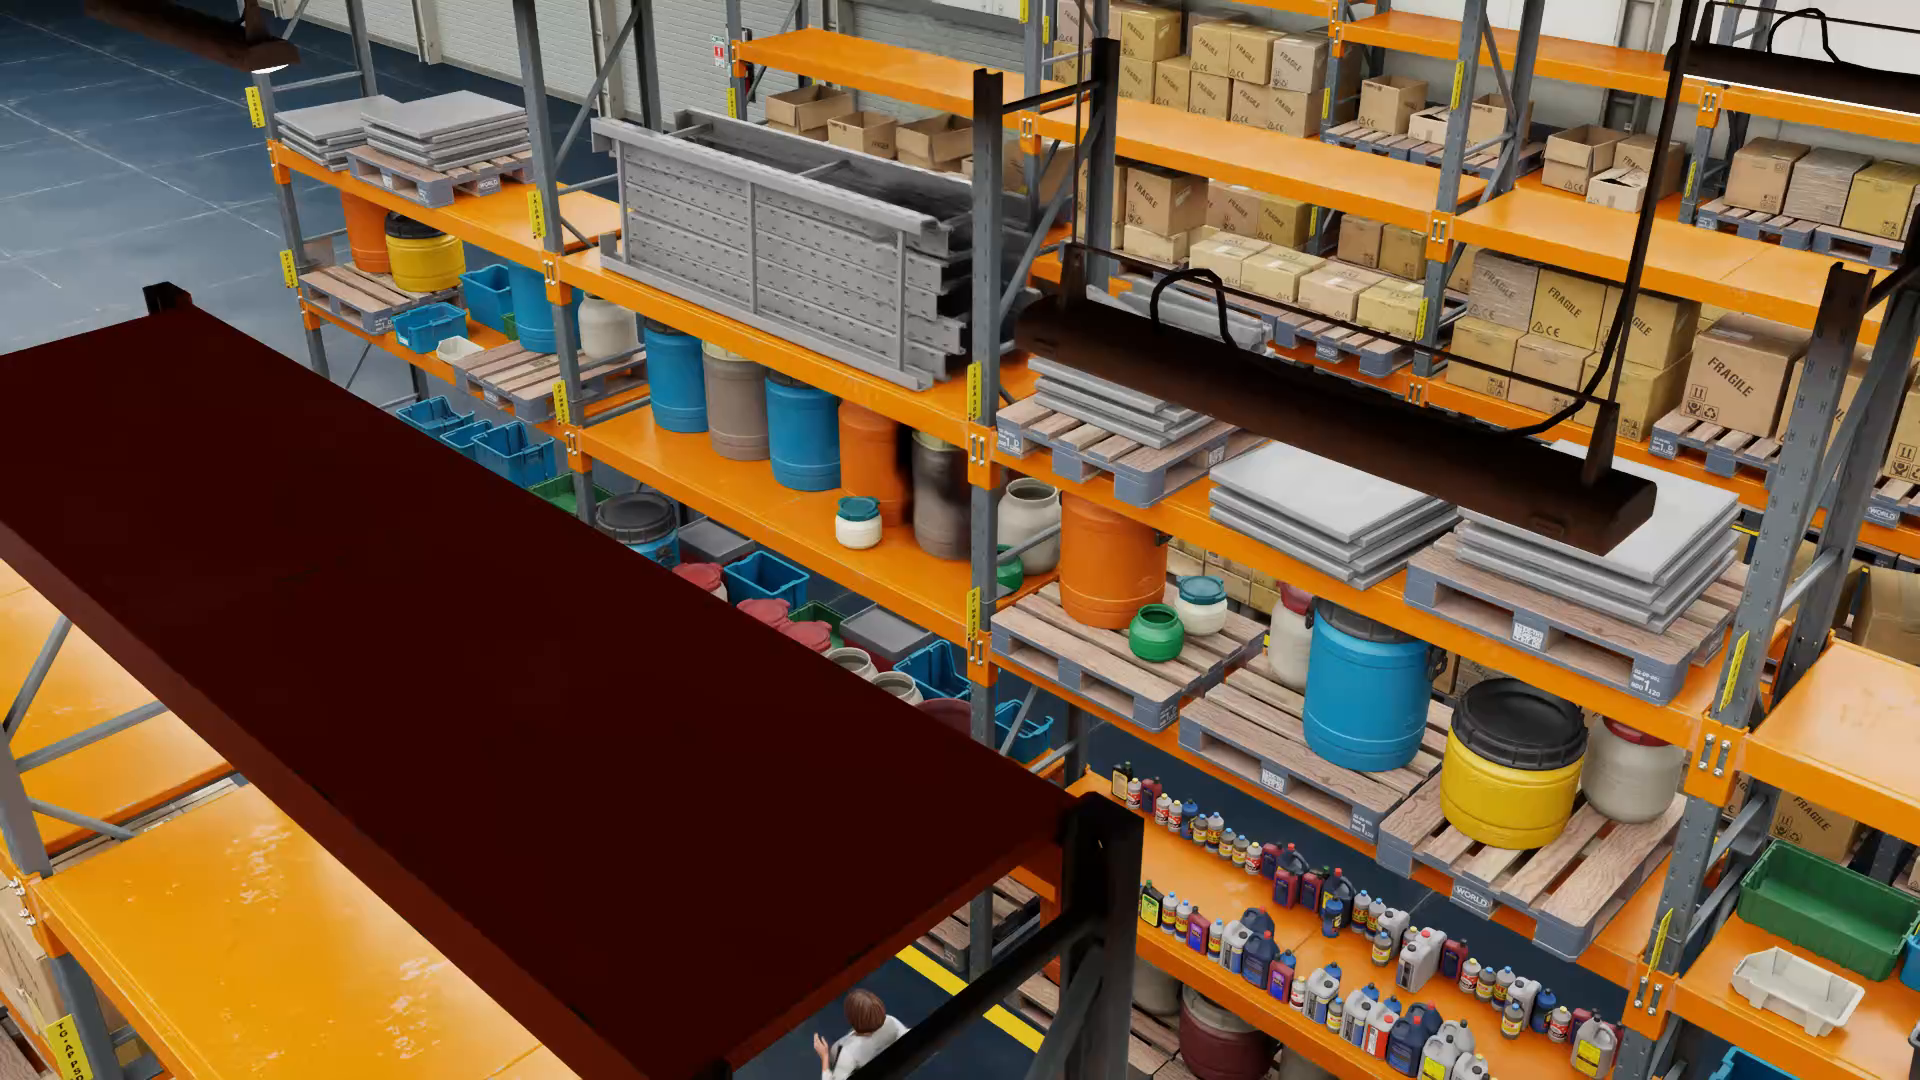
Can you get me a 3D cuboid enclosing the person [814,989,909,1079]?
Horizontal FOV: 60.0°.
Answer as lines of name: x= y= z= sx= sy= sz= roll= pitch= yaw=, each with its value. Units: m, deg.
person: x=-0.488 y=2.966 z=8.718 sx=0.823 sy=1.614 sz=0.531 roll=19 pitch=35 yaw=30
